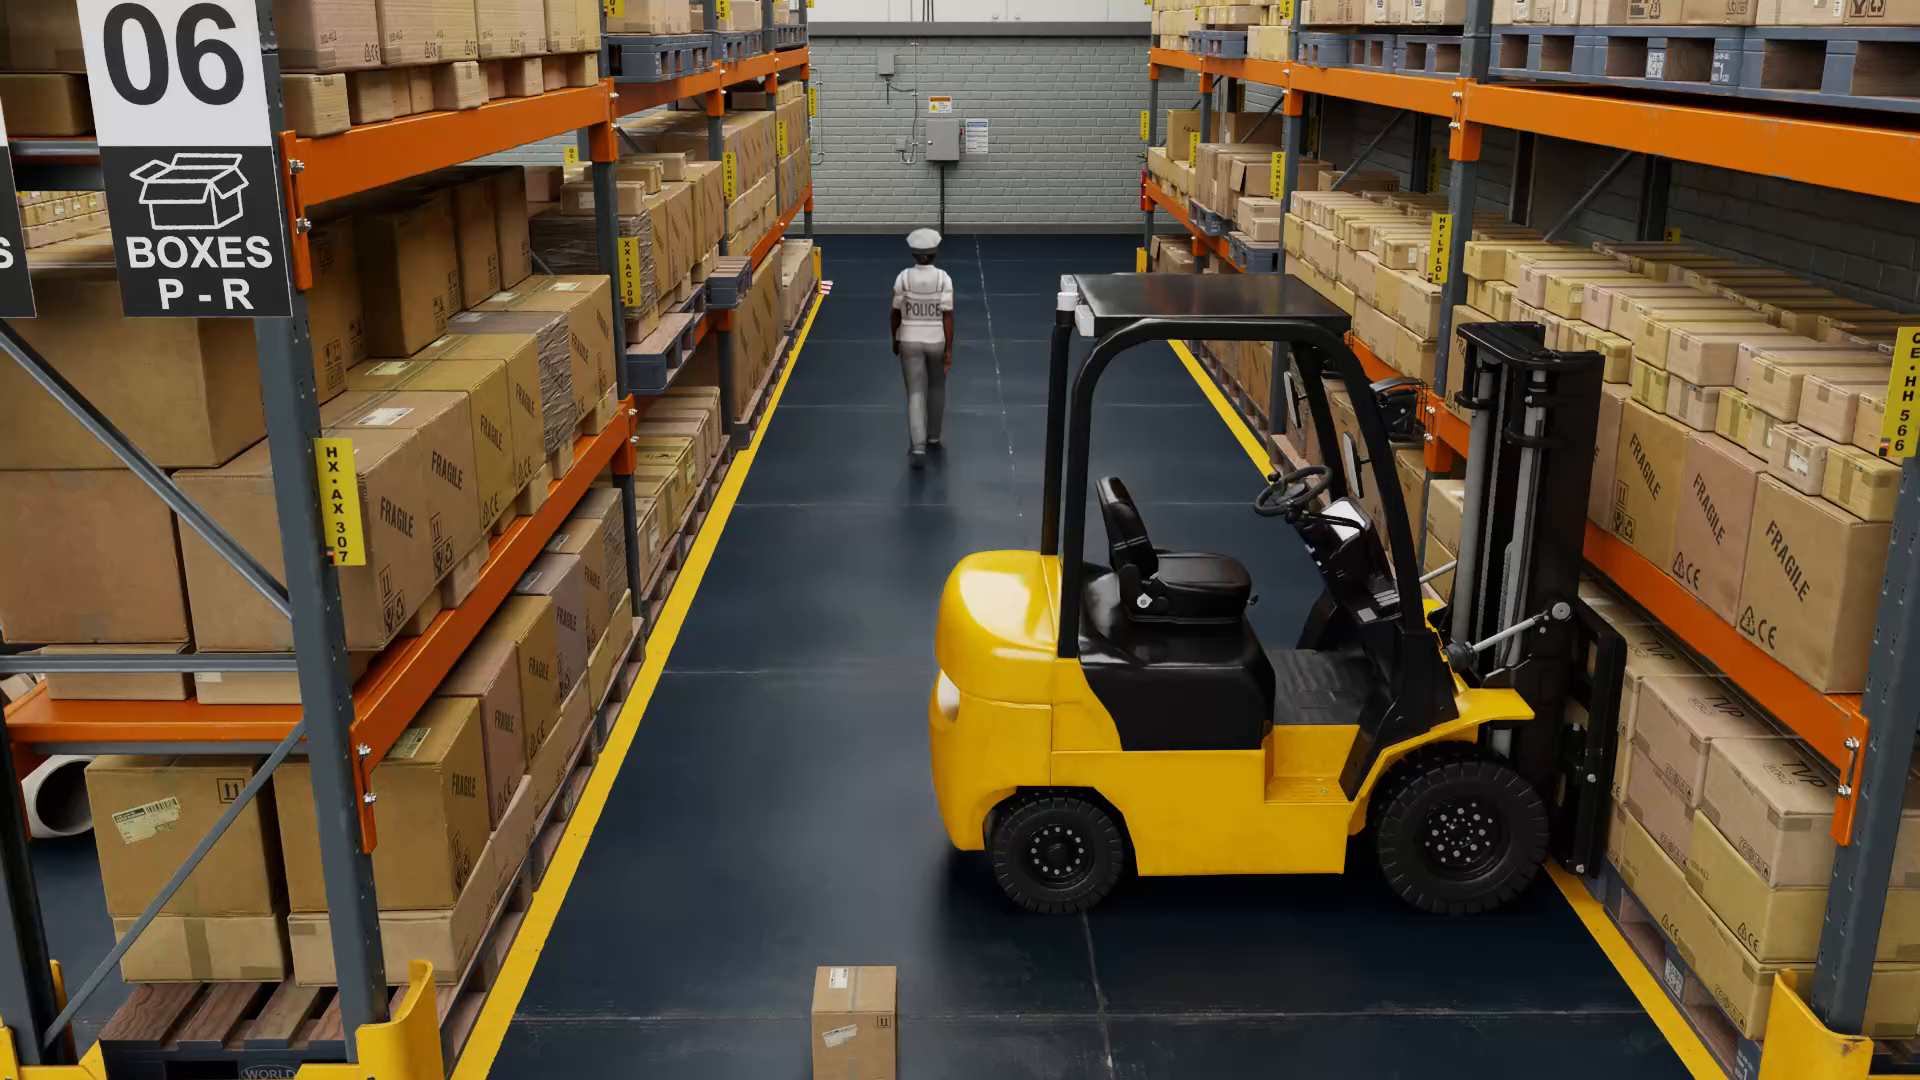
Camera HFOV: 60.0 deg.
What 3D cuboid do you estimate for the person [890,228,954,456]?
[{"bbox_3d":[-0.279,-1.455,12.171,0.457,1.638,0.989,-1,17,-4],"label":"person"}]
